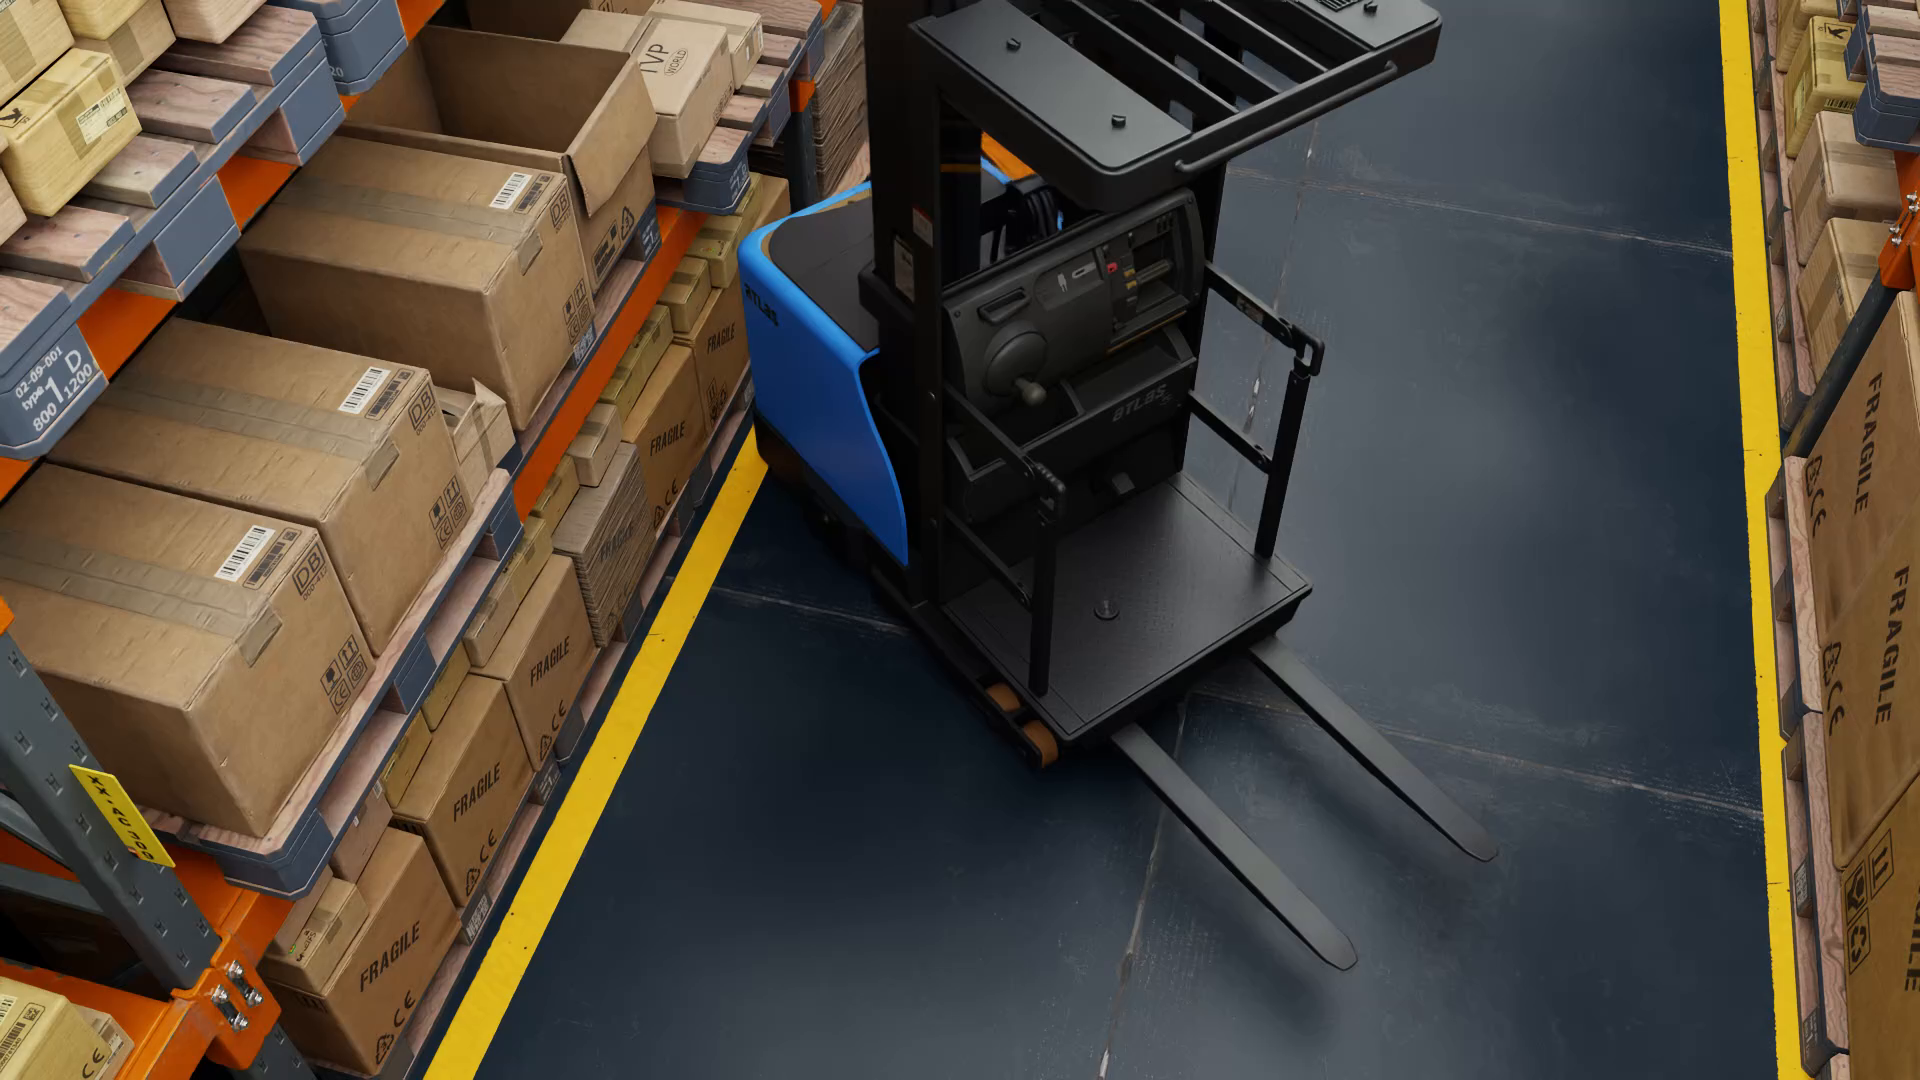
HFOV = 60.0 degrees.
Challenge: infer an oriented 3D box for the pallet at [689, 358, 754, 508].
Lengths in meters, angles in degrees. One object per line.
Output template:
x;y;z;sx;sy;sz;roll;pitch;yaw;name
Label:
-1.317;-0.719;6.744;1.003;0.211;1.213;12;50;10;pallet

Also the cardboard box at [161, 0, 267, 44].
-1.452;-1.049;2.995;0.380;0.149;0.250;12;50;11;cardboard box

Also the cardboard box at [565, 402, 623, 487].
-1.346;-0.340;5.504;0.380;0.149;0.250;9;49;8;cardboard box

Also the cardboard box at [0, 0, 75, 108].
-1.634;-0.797;2.575;0.380;0.149;0.250;12;50;11;cardboard box

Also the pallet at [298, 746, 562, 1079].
-1.959;1.046;5.186;1.003;0.211;1.213;12;50;10;pallet

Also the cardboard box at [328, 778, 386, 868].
-1.764;0.690;4.397;0.380;0.149;0.250;9;49;8;cardboard box

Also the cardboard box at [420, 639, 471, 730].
-1.672;0.381;4.867;0.380;0.149;0.250;11;49;9;cardboard box

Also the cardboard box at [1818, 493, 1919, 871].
3.205;0.494;4.950;0.875;0.875;0.875;12;50;10;cardboard box

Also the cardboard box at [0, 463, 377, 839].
-1.794;0.241;3.690;0.700;0.500;0.500;13;50;11;cardboard box

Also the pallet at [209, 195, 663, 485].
-1.592;-0.703;4.998;1.003;0.211;1.213;12;50;10;pallet

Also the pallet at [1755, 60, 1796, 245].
4.236;-1.719;7.627;1.003;0.211;1.213;12;50;10;pallet

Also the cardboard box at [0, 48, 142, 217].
-1.573;-0.680;2.670;0.380;0.149;0.250;12;50;10;cardboard box

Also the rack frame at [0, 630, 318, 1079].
-2.137;0.719;3.615;1.000;3.000;0.127;12;50;10;rack frame

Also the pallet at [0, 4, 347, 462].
-1.898;-0.669;2.965;1.213;0.211;1.003;12;50;10;pallet

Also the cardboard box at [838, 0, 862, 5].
-0.742;-2.450;7.715;0.875;0.625;0.625;13;50;11;cardboard box

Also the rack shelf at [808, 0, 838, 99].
-0.558;-3.383;7.715;1.077;0.370;4.000;12;50;10;rack shelf

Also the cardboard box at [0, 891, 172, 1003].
-2.293;0.994;4.759;0.500;0.500;0.500;11;50;10;cardboard box

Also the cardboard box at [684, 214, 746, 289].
-1.012;-1.090;6.166;0.380;0.149;0.250;9;49;8;cardboard box

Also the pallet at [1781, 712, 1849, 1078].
3.102;1.160;5.085;1.003;0.211;1.213;12;50;10;pallet

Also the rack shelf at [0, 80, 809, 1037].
-1.611;-0.489;5.161;1.077;0.370;4.000;12;50;10;rack shelf

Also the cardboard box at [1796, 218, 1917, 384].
3.864;-0.873;6.493;0.950;0.372;0.625;9;49;7;cardboard box

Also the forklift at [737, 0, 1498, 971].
0.489;-0.627;4.848;1.130;2.935;3.031;-29;55;-23;forklift

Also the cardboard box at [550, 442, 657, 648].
-1.384;-0.019;5.654;0.500;0.500;0.500;10;49;9;cardboard box

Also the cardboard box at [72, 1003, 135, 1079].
-1.977;1.083;3.461;0.380;0.149;0.250;12;50;11;cardboard box

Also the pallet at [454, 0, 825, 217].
-1.195;-1.607;5.795;1.213;0.211;1.003;12;50;10;pallet

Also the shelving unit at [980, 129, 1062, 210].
0.272;-1.804;6.842;0.587;1.500;1.083;-22;52;-19;shelving unit

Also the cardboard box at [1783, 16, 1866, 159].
4.255;-1.956;7.448;0.950;0.372;0.625;13;50;11;cardboard box

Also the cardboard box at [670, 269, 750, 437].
-1.130;-0.778;6.323;0.500;0.500;0.500;11;49;9;cardboard box

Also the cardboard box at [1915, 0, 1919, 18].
3.589;-1.936;5.845;0.380;0.149;0.250;11;50;10;cardboard box

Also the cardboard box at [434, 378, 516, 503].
-1.401;-0.305;4.328;0.396;0.266;0.258;14;50;12;cardboard box

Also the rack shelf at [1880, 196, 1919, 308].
3.179;0.487;4.299;1.077;0.370;4.000;12;50;10;rack shelf

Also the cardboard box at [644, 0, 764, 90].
-0.887;-1.679;5.619;0.380;0.149;0.250;12;50;11;cardboard box

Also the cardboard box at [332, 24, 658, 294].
-1.335;-1.130;4.898;0.797;0.503;0.637;11;49;9;cardboard box

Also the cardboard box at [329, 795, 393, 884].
-1.788;0.770;4.524;0.380;0.149;0.250;10;49;9;cardboard box

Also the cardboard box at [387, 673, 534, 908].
-1.662;0.715;5.006;0.500;0.500;0.500;11;49;10;cardboard box

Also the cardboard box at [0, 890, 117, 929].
-2.318;0.870;4.436;0.380;0.149;0.250;10;49;9;cardboard box

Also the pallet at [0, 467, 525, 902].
-1.821;0.226;4.178;1.003;0.211;1.213;12;50;10;pallet

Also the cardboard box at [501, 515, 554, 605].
-1.503;0.029;5.178;0.380;0.149;0.250;13;50;11;cardboard box

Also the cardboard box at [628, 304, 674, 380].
-1.237;-0.726;5.845;0.380;0.149;0.250;13;50;11;cardboard box

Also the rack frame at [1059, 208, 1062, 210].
0.512;-1.476;6.552;0.500;1.500;0.032;-22;52;-19;rack frame

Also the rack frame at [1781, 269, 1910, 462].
3.705;-1.197;5.306;1.000;3.000;0.127;12;50;10;rack frame
